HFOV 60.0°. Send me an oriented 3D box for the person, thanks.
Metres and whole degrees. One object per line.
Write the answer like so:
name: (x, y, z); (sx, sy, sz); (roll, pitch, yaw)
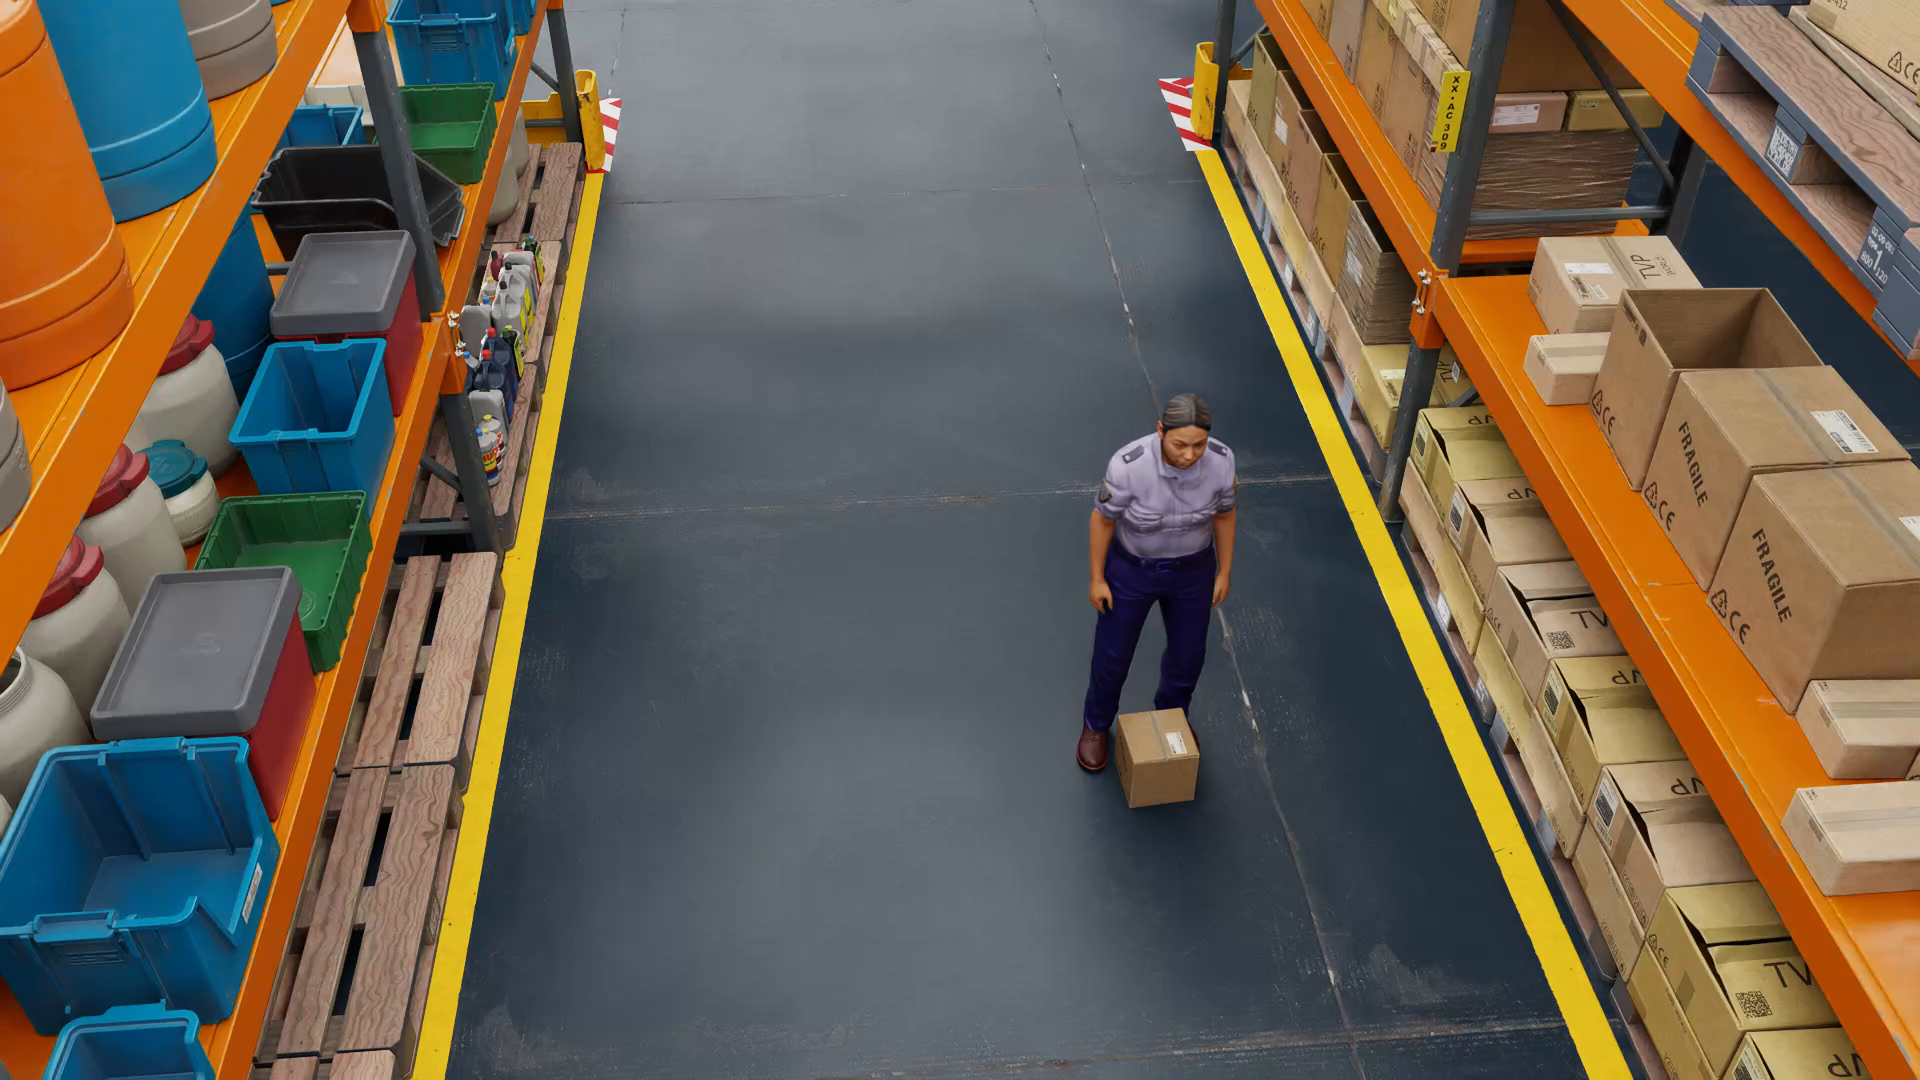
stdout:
person: (0.712, 0.129, 6.004); (0.547, 1.651, 0.367); (-4, 39, -4)
